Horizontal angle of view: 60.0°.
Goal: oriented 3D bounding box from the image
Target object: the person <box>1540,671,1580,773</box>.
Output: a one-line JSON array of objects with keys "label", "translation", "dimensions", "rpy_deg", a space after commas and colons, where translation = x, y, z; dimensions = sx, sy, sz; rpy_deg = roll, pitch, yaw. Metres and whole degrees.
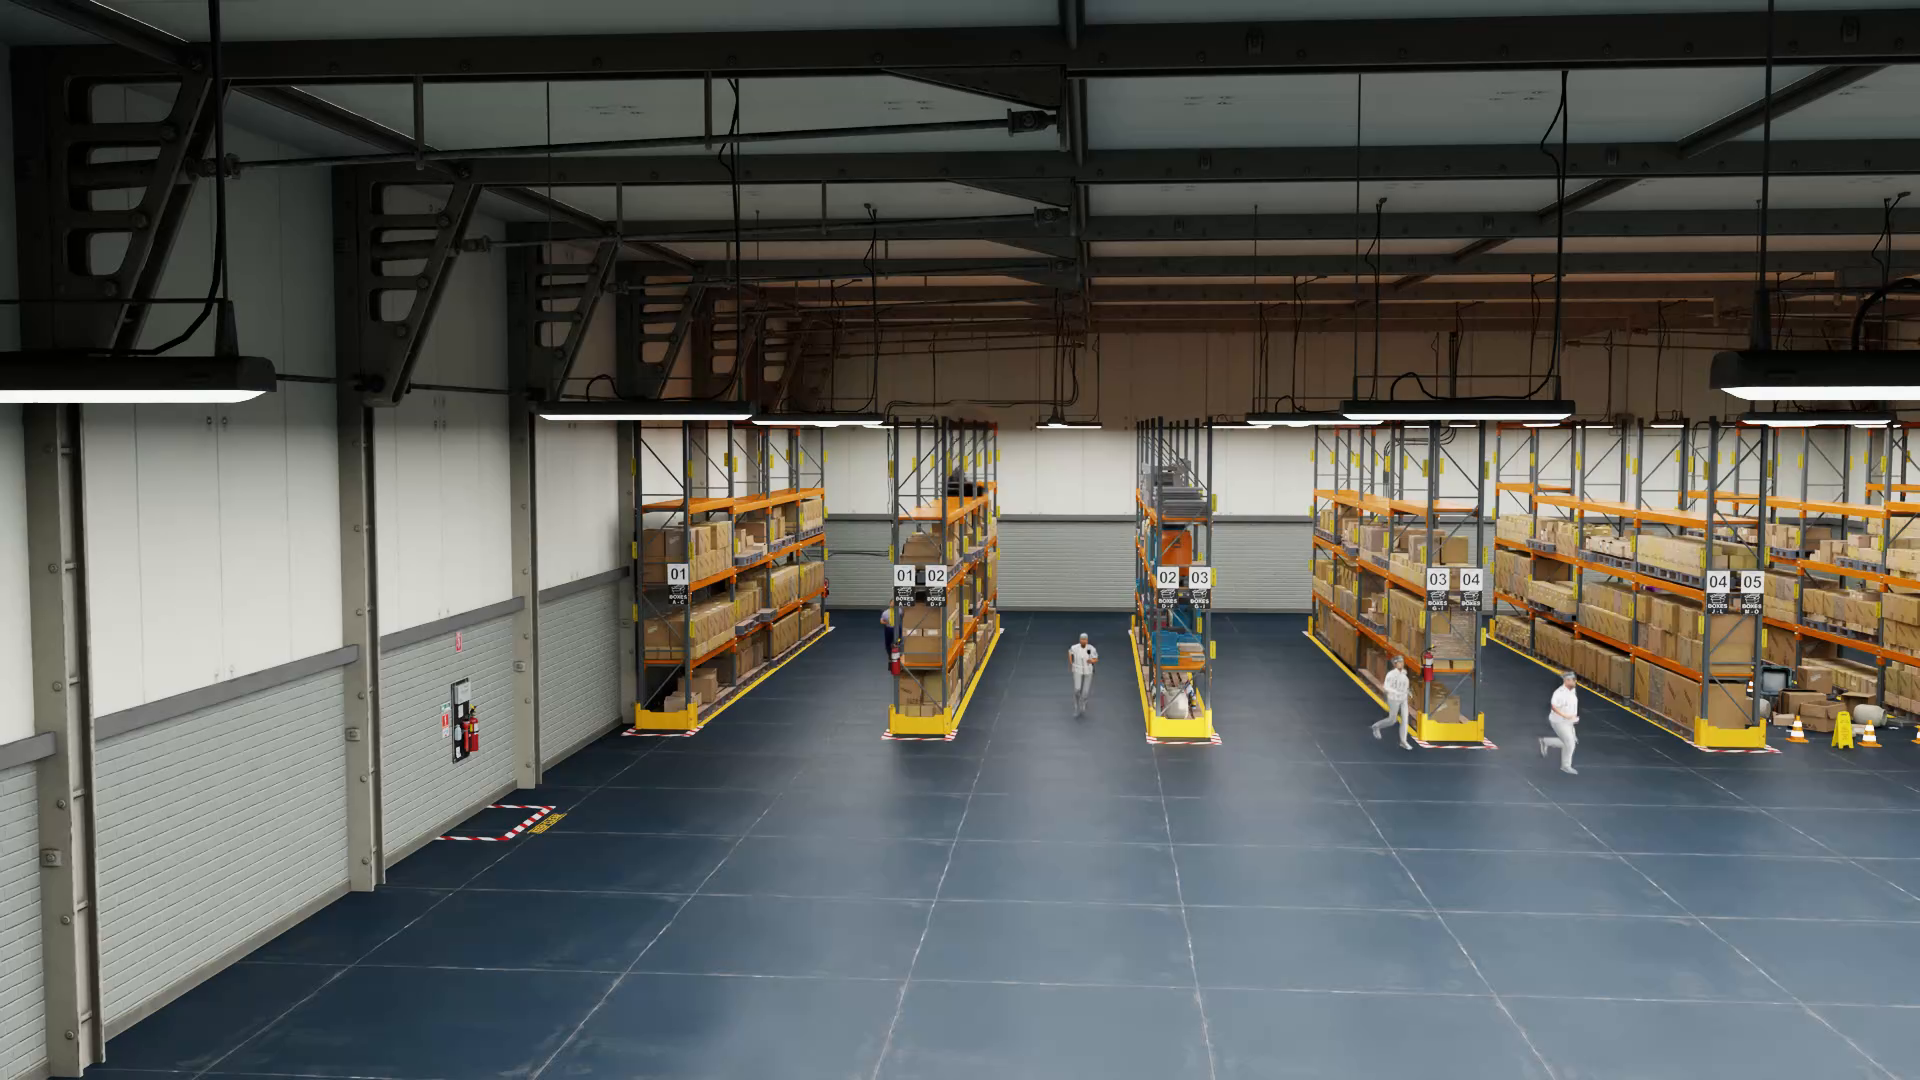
[{"label": "person", "translation": [10.120, 3.051, 28.044], "dimensions": [0.723, 1.746, 0.694], "rpy_deg": [3, 5, 43]}]

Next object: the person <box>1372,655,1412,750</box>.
[{"label": "person", "translation": [7.927, 2.916, 30.244], "dimensions": [0.626, 1.702, 0.858], "rpy_deg": [-2, 4, -28]}]

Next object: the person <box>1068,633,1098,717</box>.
[{"label": "person", "translation": [2.491, 2.718, 33.592], "dimensions": [0.585, 1.696, 0.764], "rpy_deg": [0, 4, -1]}]

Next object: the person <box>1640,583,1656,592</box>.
[{"label": "person", "translation": [19.447, 1.798, 46.993], "dimensions": [0.747, 1.722, 0.688], "rpy_deg": [0, 4, -3]}]

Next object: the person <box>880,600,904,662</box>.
[{"label": "person", "translation": [-1.626, 2.258, 40.240], "dimensions": [0.607, 1.632, 0.941], "rpy_deg": [0, 4, 5]}]
